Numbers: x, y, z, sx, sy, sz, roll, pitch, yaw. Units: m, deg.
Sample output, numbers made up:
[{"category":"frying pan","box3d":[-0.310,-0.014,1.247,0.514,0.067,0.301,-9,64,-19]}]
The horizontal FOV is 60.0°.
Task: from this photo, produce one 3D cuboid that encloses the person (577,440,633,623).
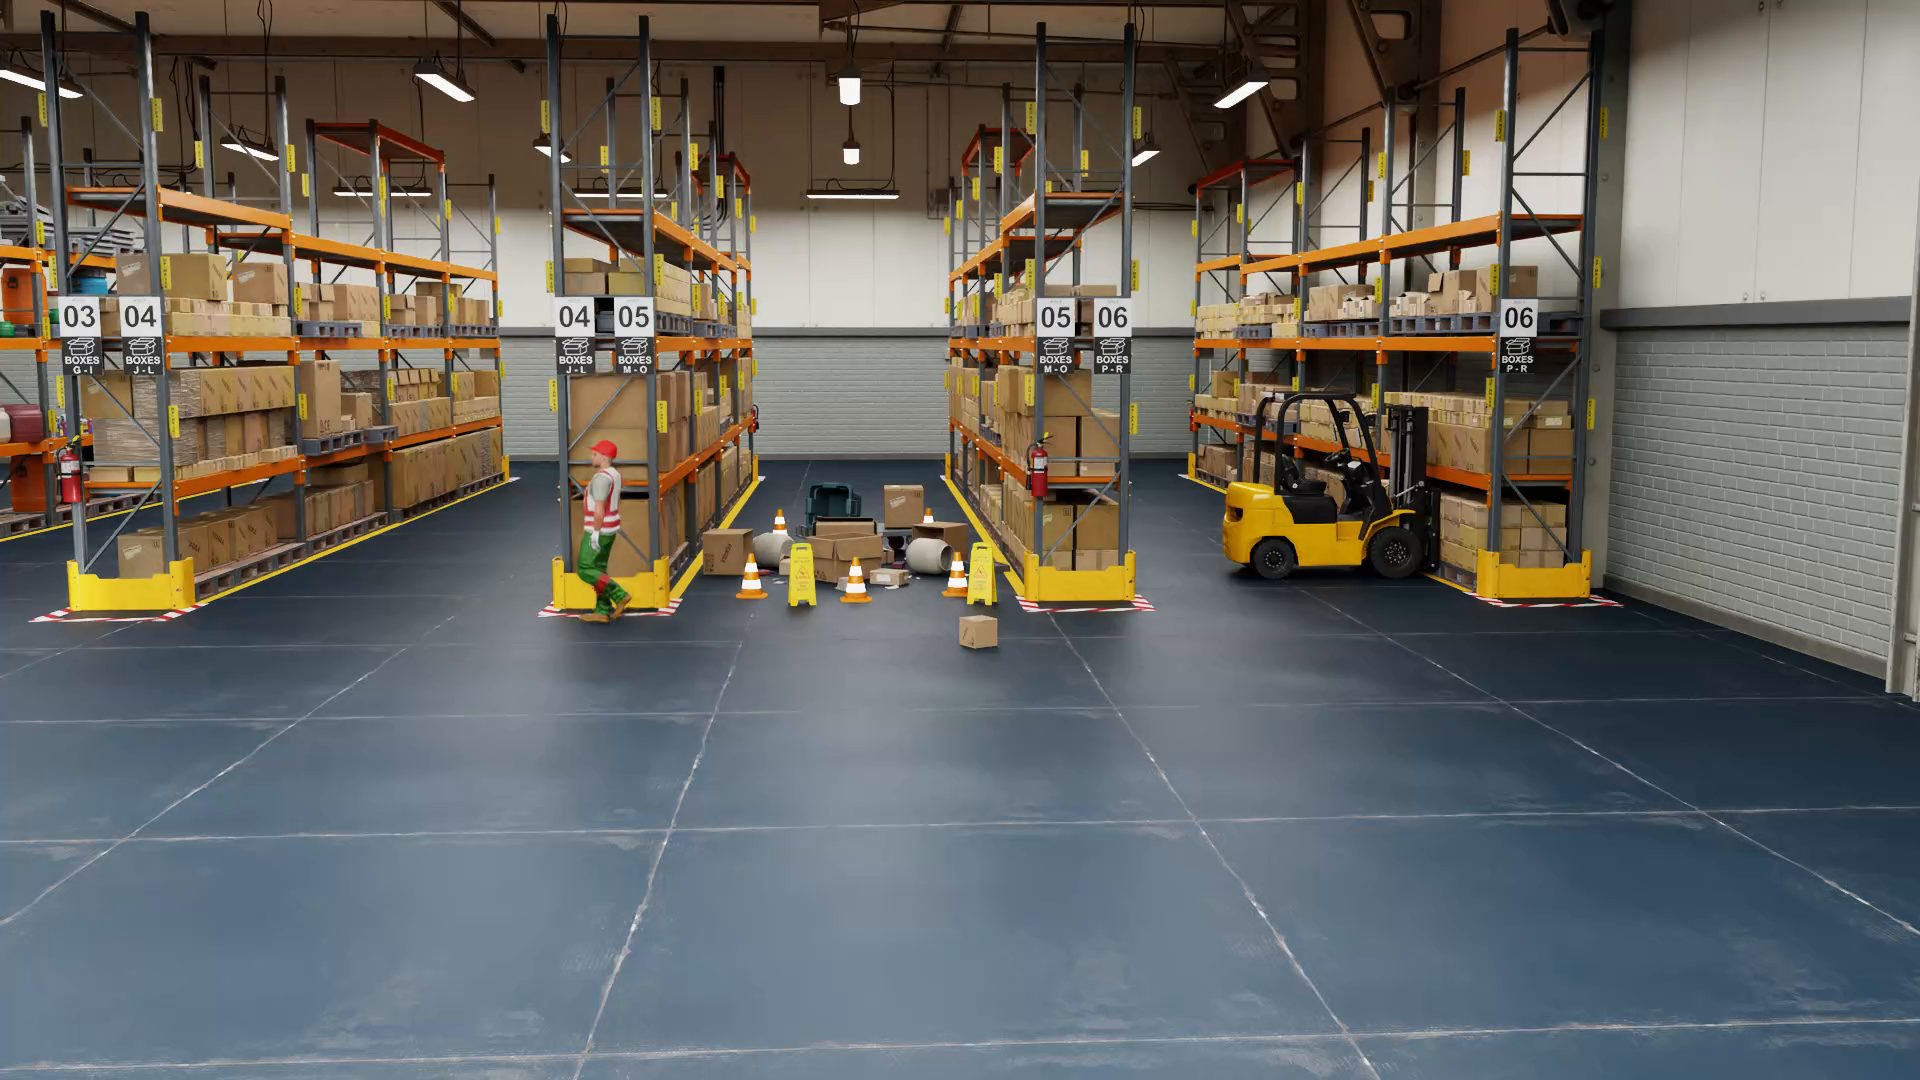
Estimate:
[{"category":"person","box3d":[-3.433,-0.076,16.091,0.586,1.781,0.529,1,7,8]}]
